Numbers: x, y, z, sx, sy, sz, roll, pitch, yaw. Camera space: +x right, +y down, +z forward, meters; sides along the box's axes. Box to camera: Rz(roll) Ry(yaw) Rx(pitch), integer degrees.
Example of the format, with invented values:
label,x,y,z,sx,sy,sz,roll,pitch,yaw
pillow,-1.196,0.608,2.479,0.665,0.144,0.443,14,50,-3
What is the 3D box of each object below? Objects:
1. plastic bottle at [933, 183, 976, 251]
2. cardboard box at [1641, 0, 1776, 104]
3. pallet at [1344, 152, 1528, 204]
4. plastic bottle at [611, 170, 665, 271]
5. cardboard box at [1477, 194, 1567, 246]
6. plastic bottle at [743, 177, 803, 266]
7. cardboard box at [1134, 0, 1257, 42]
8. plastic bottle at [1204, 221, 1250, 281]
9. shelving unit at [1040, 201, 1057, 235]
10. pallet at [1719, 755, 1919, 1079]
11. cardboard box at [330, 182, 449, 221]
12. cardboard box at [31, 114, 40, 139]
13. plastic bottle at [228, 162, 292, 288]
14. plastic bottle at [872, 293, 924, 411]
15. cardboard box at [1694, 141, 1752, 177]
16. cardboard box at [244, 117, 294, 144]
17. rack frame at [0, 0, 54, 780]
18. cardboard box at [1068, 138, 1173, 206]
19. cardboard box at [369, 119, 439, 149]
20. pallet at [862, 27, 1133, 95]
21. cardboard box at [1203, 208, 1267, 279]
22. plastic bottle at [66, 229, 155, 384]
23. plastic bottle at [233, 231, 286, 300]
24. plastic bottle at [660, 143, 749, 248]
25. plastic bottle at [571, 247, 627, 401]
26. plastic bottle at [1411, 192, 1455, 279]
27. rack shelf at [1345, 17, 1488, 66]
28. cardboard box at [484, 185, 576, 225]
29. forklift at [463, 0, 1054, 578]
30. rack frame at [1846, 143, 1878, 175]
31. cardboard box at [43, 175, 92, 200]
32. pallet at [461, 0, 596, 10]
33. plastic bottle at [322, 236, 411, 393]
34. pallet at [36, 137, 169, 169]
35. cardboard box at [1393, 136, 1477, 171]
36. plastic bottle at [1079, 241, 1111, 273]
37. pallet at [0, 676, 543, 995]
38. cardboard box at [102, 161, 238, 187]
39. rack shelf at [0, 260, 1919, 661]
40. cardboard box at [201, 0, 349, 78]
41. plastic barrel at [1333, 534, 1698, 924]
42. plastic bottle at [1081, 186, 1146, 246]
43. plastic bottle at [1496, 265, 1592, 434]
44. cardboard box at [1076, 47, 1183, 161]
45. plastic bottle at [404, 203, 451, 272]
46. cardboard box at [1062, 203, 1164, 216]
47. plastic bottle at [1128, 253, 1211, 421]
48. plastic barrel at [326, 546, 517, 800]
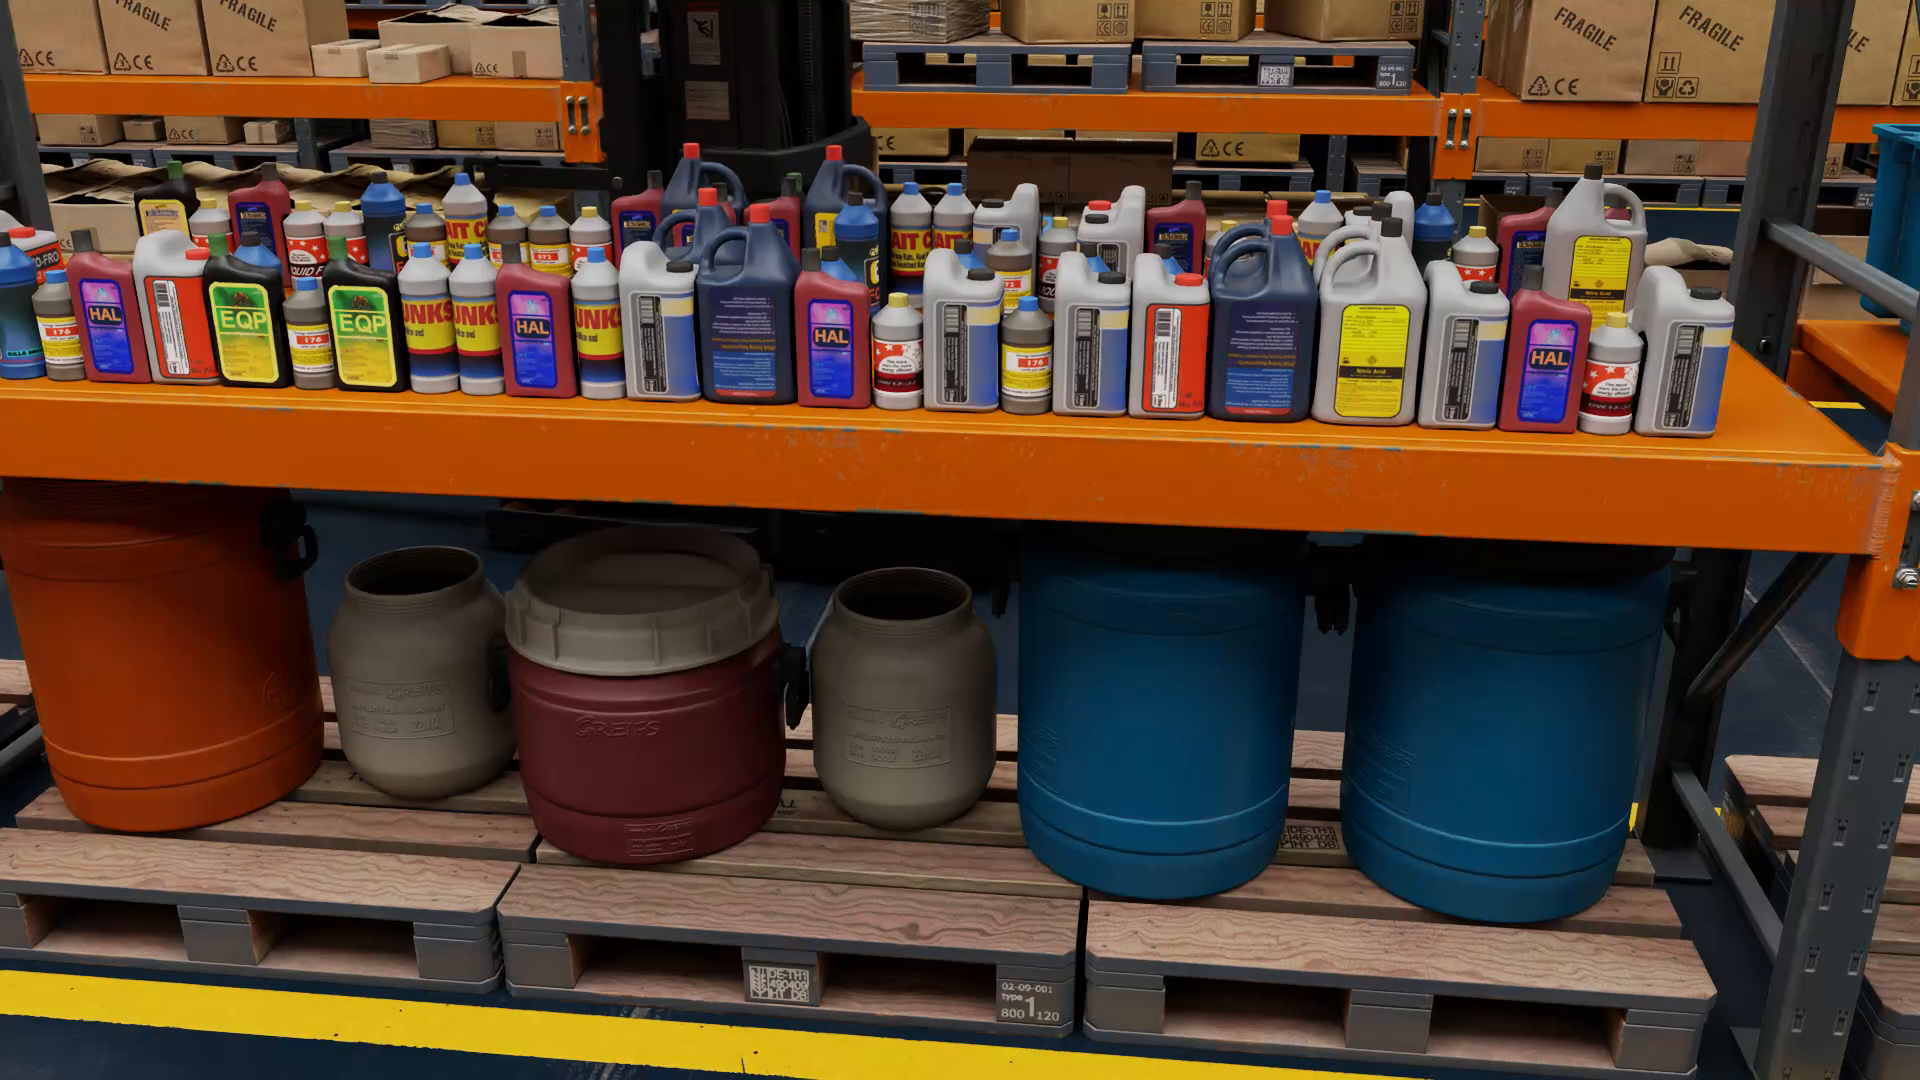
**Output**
label,x,y,z,sx,sy,sz,roll,pitch,yaw
plastic bottle,-0.011,-0.652,3.685,0.097,0.271,0.097,0,22,0
cardboard box,3.235,-2.200,7.289,0.500,0.500,0.500,3,22,7
pallet,3.577,-2.747,12.600,1.213,0.211,1.003,2,22,6
plastic bottle,-0.720,-0.695,3.778,0.133,0.283,0.061,2,22,6
cardboard box,2.851,-1.417,8.246,0.500,0.500,0.500,2,22,6
plastic bottle,-0.411,-0.659,3.687,0.133,0.283,0.061,2,22,6
cardboard box,1.118,-2.647,7.847,0.500,0.500,0.700,6,22,15
plastic bottle,0.582,-0.594,3.632,0.097,0.201,0.097,0,22,0
shelving unit,0.378,-0.520,5.623,0.189,1.200,0.258,5,22,13
pallet,2.400,0.827,3.562,1.213,0.211,1.003,2,22,6
cardboard box,-2.786,-1.599,8.311,0.500,0.311,0.500,2,22,5
cardboard box,-7.843,-3.491,13.748,0.500,0.311,0.500,4,22,11
plastic bottle,-1.626,-0.735,3.877,0.133,0.283,0.061,2,22,6
plastic bottle,-0.110,-0.343,2.998,0.097,0.201,0.097,0,22,0
cardboard box,5.600,-2.980,12.226,0.500,0.500,0.700,2,22,6
cardboard box,-5.648,-3.350,13.589,0.250,0.166,0.380,0,22,-1
rack frame,-2.307,-0.661,3.532,0.127,3.000,1.000,2,22,6
cardboard box,0.807,-1.840,8.296,0.500,0.250,0.500,3,22,6
cardboard box,-4.380,-3.467,13.432,0.500,0.500,0.700,3,22,8
pallet,0.212,-2.297,7.932,1.213,0.211,1.003,2,22,6
cardboard box,1.238,-1.279,7.898,0.500,0.500,0.500,3,22,6
plastic bottle,-1.594,-0.439,3.129,0.133,0.283,0.061,2,22,6
plastic bottle,-1.337,-0.451,3.177,0.097,0.271,0.097,0,22,0
plastic bottle,-0.567,-0.705,3.709,0.185,0.351,0.144,2,22,6
plastic bottle,-0.656,-0.399,3.045,0.097,0.271,0.097,0,22,0
plastic bottle,1.006,-0.608,3.573,0.097,0.271,0.097,0,22,0
rack shelf,4.817,-3.684,12.156,4.000,0.370,1.077,2,22,6
cardboard box,-2.206,-1.776,8.759,0.500,0.311,0.500,3,22,8
forklift,-1.170,-1.492,5.726,3.031,2.935,1.130,5,22,13
rack frame,6.804,-3.932,11.805,0.127,3.000,1.000,2,22,6
cardboard box,-4.815,-1.687,8.534,0.500,0.311,0.500,2,22,6
pallet,-3.111,-4.259,12.895,1.213,0.211,1.003,2,22,6
plastic bottle,-1.099,-0.417,3.074,0.133,0.283,0.061,2,22,6
pallet,-6.999,-3.222,13.803,1.213,0.211,1.003,2,22,6
cardboard box,3.562,-3.068,12.449,0.500,0.500,0.700,3,22,7
plastic bottle,0.235,-0.417,3.089,0.097,0.271,0.097,0,22,0
pallet,-1.519,0.655,3.996,1.213,0.211,1.003,2,22,6
cardboard box,-4.244,-1.864,8.981,0.500,0.311,0.500,2,22,6
rack shelf,-0.321,-0.240,3.445,4.000,0.370,1.077,2,22,6
cardboard box,-3.388,-2.582,8.256,0.500,0.500,0.500,1,22,3
plastic barrel,1.127,0.263,3.478,0.708,0.901,0.600,2,22,6
plastic bottle,0.331,-0.629,3.620,0.135,0.276,0.152,2,22,6
plastic bottle,1.001,-0.326,2.843,0.133,0.283,0.061,2,22,6
cardboard box,1.288,-3.318,12.607,0.750,0.750,0.750,3,22,8
plastic bottle,-1.223,-0.672,3.831,0.097,0.201,0.097,0,22,0
cardboard box,0.774,-1.492,8.434,0.500,0.500,0.500,3,22,7
plastic bottle,0.372,-0.367,2.956,0.135,0.276,0.152,2,22,6
plastic barrel,-1.248,0.308,3.895,0.421,0.512,0.421,0,22,0
